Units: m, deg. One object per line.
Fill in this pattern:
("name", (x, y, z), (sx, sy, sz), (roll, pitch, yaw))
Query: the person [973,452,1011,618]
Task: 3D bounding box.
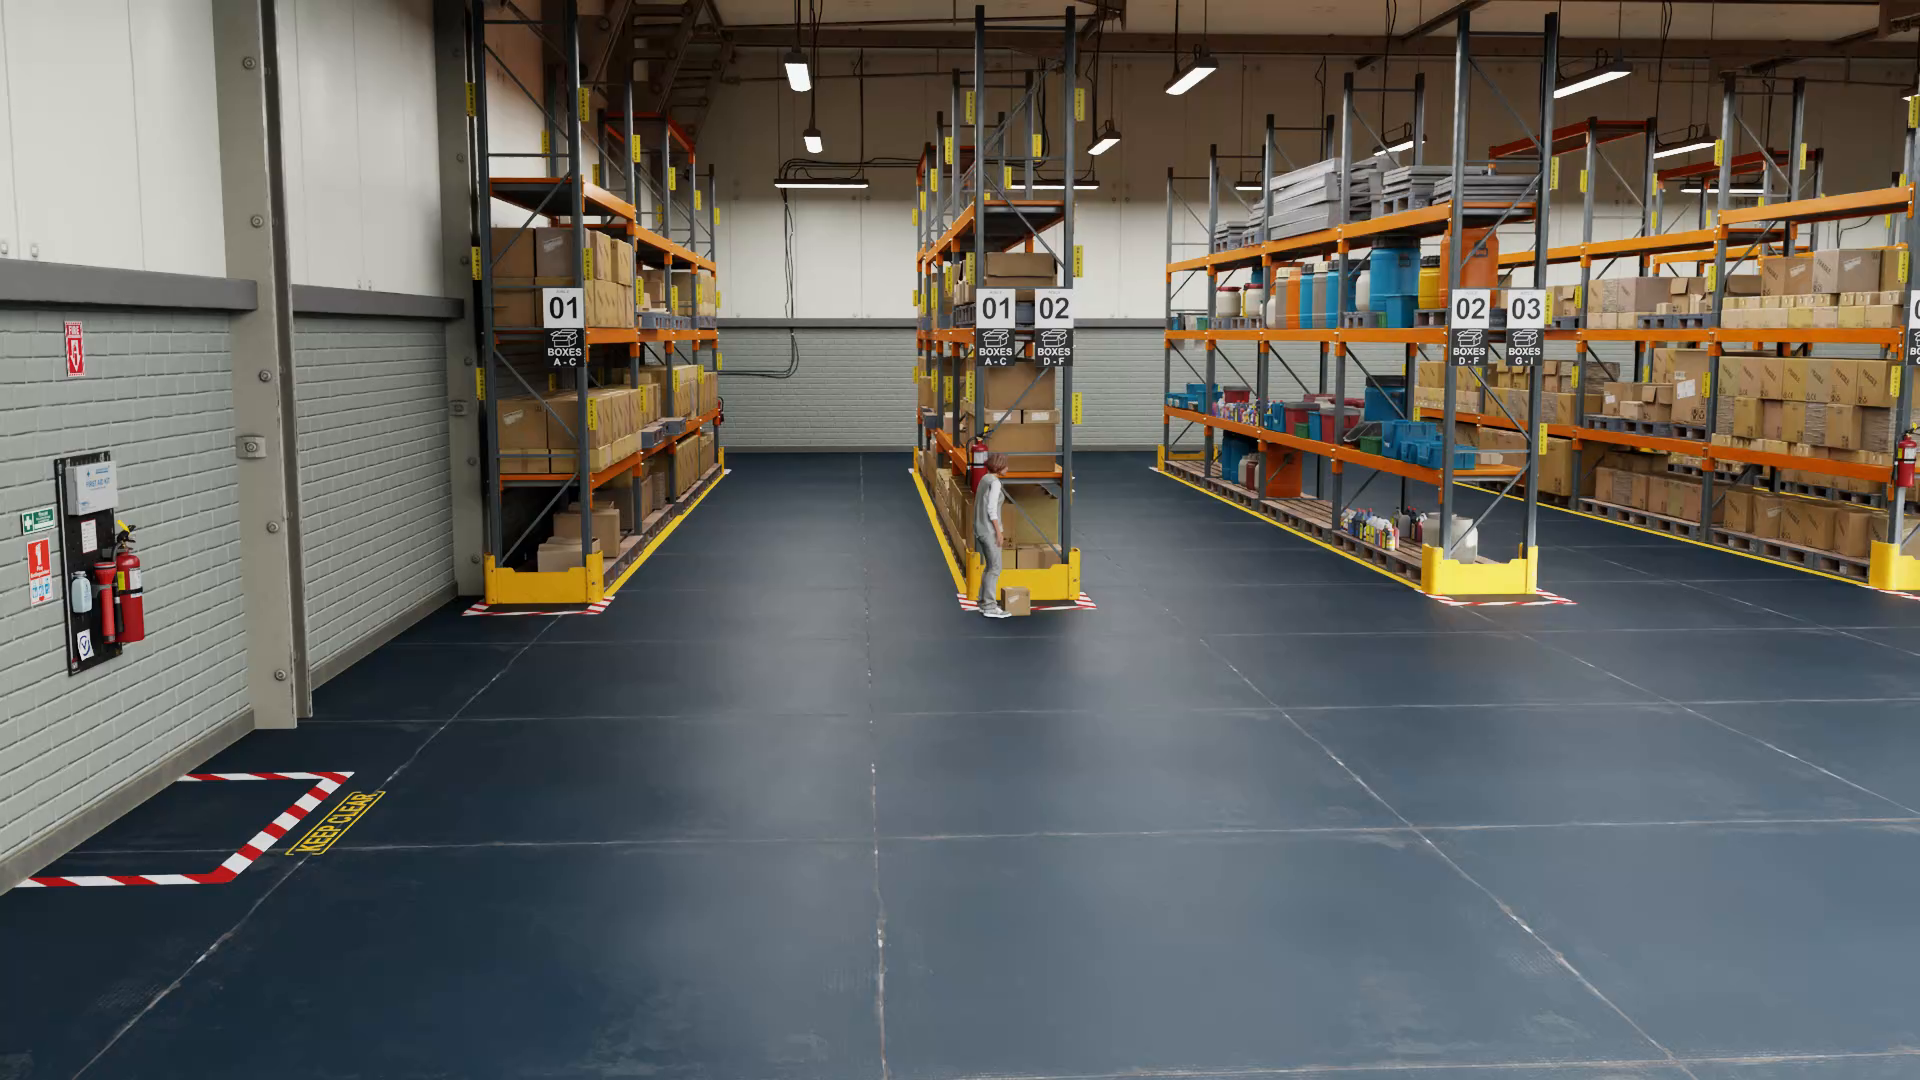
("person", (0.309, -0.057, 16.265), (0.346, 1.593, 0.480), (-1, 7, -10))
